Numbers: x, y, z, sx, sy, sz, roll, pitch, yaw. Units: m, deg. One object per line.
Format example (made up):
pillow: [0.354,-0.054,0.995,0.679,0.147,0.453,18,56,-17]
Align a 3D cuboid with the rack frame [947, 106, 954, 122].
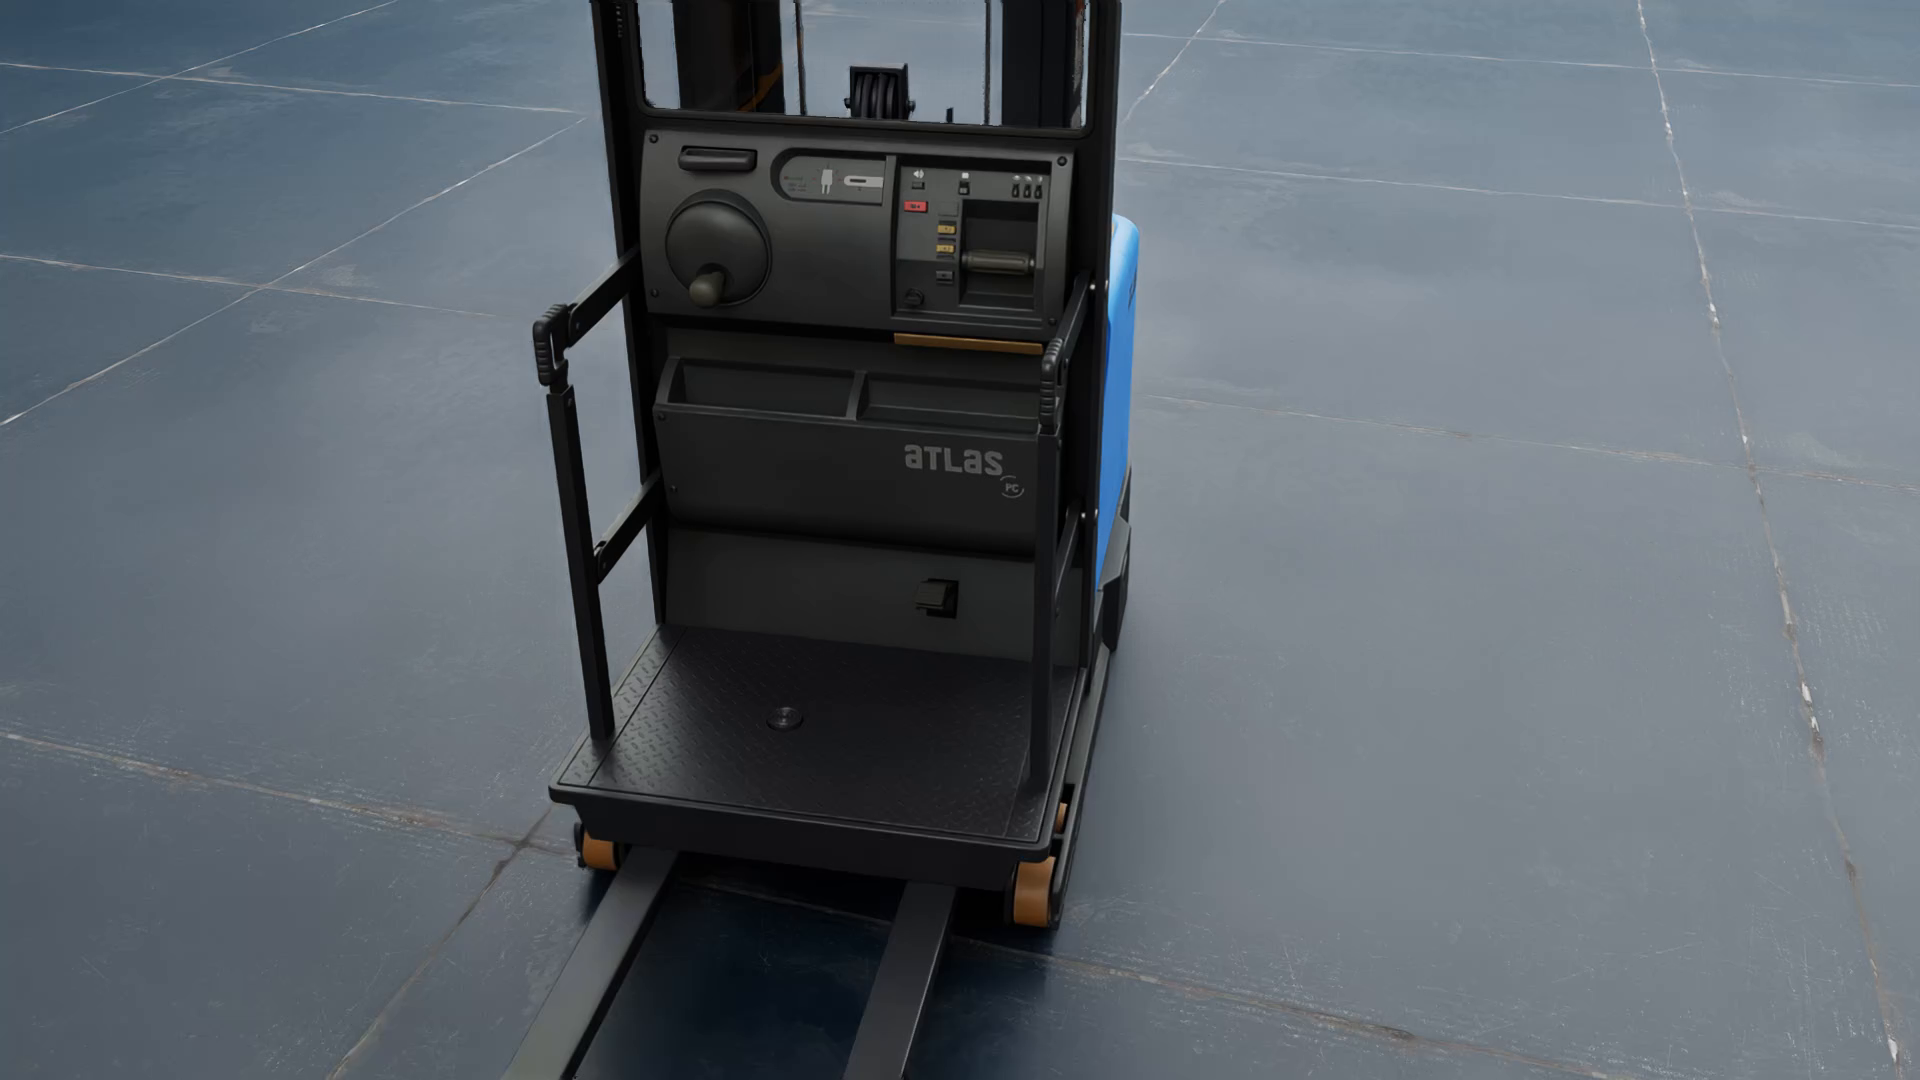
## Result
rack frame: [0.077,-0.827,5.503,0.240,1.200,0.015,5,30,10]

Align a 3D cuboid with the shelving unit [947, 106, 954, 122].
shelving unit: [0.031,-0.711,5.294,0.258,1.200,0.503,5,30,10]

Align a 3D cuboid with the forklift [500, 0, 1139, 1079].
forklift: [-0.266,-0.614,3.339,1.130,2.935,3.031,5,30,10]
